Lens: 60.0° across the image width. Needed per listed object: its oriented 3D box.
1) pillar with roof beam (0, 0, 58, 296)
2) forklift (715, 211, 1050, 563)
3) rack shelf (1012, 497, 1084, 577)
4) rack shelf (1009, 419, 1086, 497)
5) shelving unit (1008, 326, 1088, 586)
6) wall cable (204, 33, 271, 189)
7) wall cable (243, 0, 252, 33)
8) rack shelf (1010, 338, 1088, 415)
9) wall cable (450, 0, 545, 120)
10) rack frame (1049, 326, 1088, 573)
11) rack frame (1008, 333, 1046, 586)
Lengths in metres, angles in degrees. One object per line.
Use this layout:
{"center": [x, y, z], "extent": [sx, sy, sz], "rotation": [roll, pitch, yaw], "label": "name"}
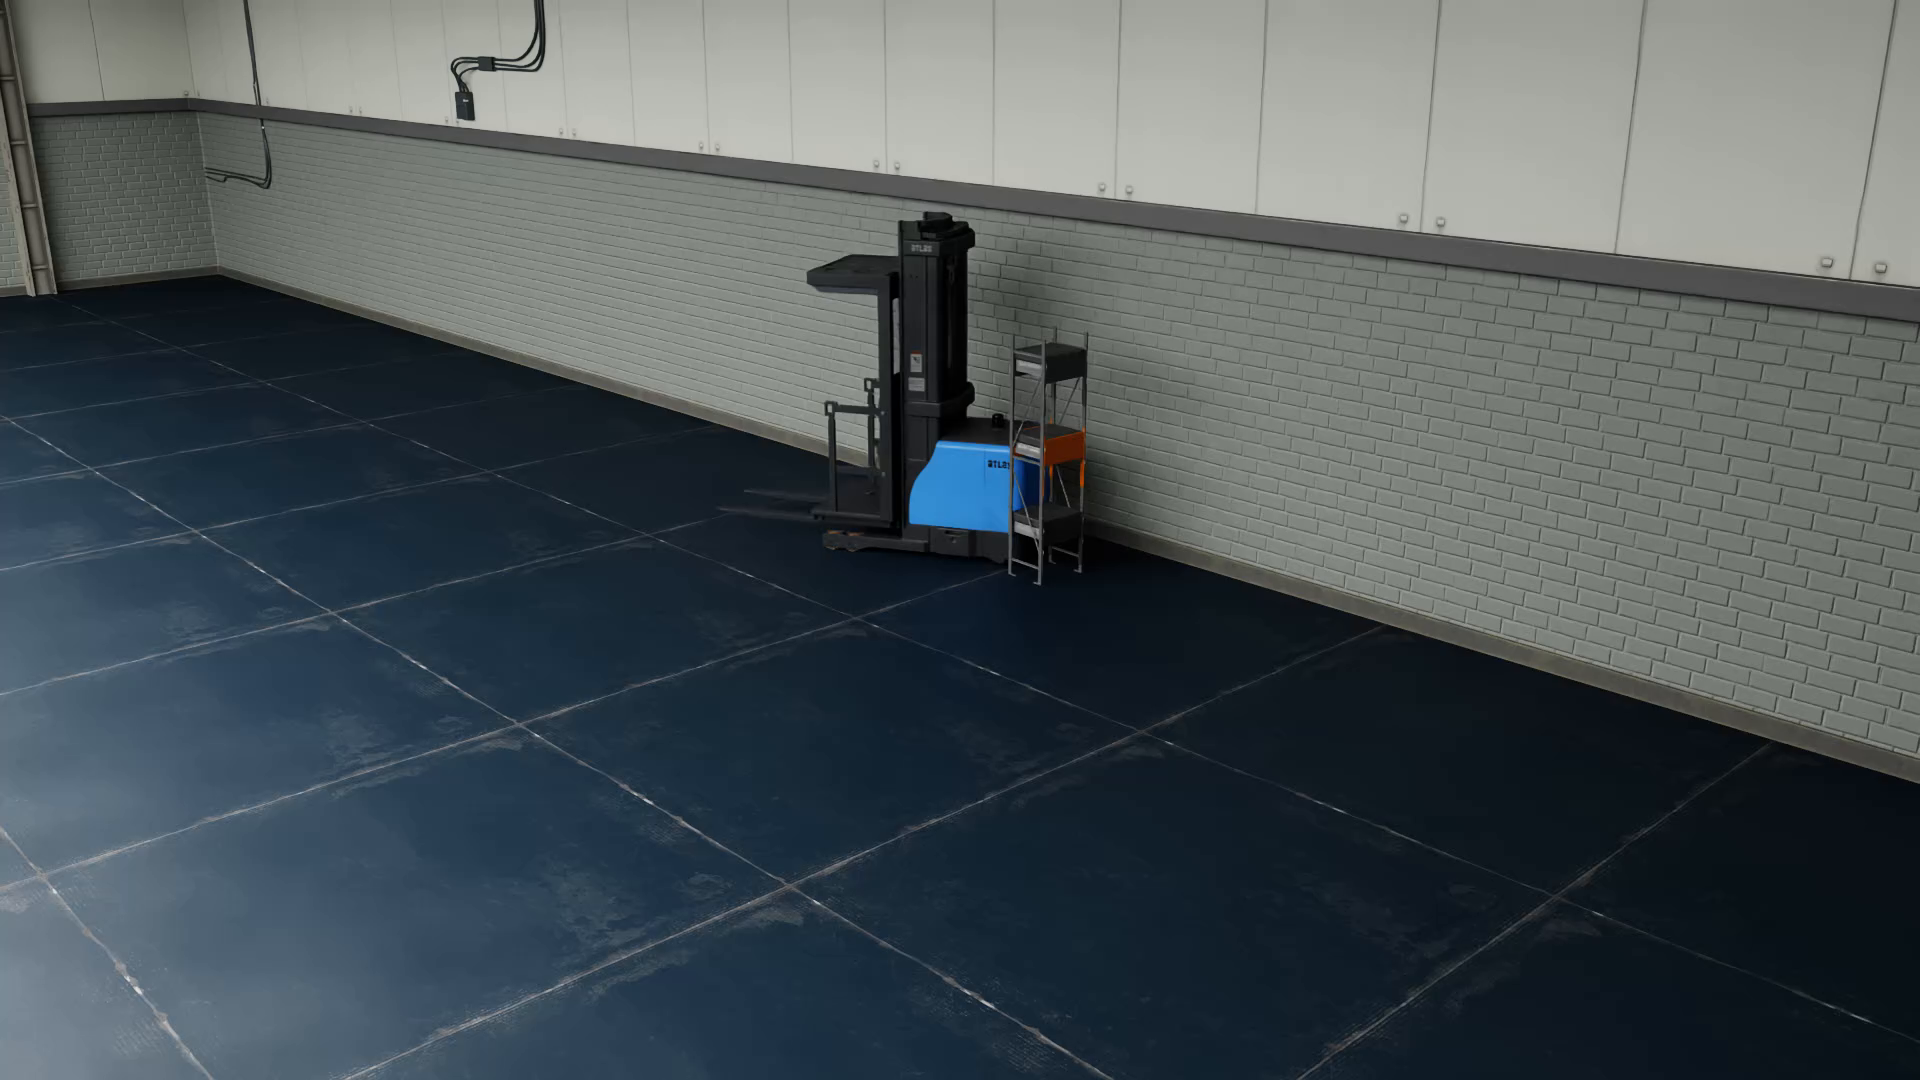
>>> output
{"center": [-12.528, -7.469, 23.696], "extent": [0.400, 9.000, 9.100], "rotation": [-16, 24, -41], "label": "pillar with roof beam"}
{"center": [-0.729, -1.437, 14.928], "extent": [3.031, 2.935, 1.130], "rotation": [6, 19, 16], "label": "forklift"}
{"center": [0.738, -0.031, 14.255], "extent": [0.480, 0.518, 0.431], "rotation": [-15, 23, -39], "label": "rack shelf"}
{"center": [0.738, -0.697, 14.039], "extent": [0.480, 0.518, 0.431], "rotation": [-15, 23, -39], "label": "rack shelf"}
{"center": [0.738, -0.710, 14.035], "extent": [0.503, 2.100, 0.431], "rotation": [-15, 23, -39], "label": "shelving unit"}
{"center": [-12.436, -7.285, 28.162], "extent": [0.112, 2.526, 3.097], "rotation": [-16, 24, -41], "label": "wall cable"}
{"center": [-10.577, -9.081, 25.513], "extent": [0.112, 2.526, 3.097], "rotation": [-16, 24, -41], "label": "wall cable"}
{"center": [0.738, -1.363, 13.823], "extent": [0.480, 0.518, 0.431], "rotation": [-15, 23, -39], "label": "rack shelf"}
{"center": [-5.925, -8.249, 20.586], "extent": [0.169, 6.003, 2.305], "rotation": [-16, 24, -41], "label": "wall cable"}
{"center": [0.921, -0.760, 14.189], "extent": [0.015, 2.100, 0.400], "rotation": [-15, 23, -39], "label": "rack frame"}
{"center": [0.556, -0.660, 13.881], "extent": [0.015, 2.100, 0.400], "rotation": [-15, 23, -39], "label": "rack frame"}
